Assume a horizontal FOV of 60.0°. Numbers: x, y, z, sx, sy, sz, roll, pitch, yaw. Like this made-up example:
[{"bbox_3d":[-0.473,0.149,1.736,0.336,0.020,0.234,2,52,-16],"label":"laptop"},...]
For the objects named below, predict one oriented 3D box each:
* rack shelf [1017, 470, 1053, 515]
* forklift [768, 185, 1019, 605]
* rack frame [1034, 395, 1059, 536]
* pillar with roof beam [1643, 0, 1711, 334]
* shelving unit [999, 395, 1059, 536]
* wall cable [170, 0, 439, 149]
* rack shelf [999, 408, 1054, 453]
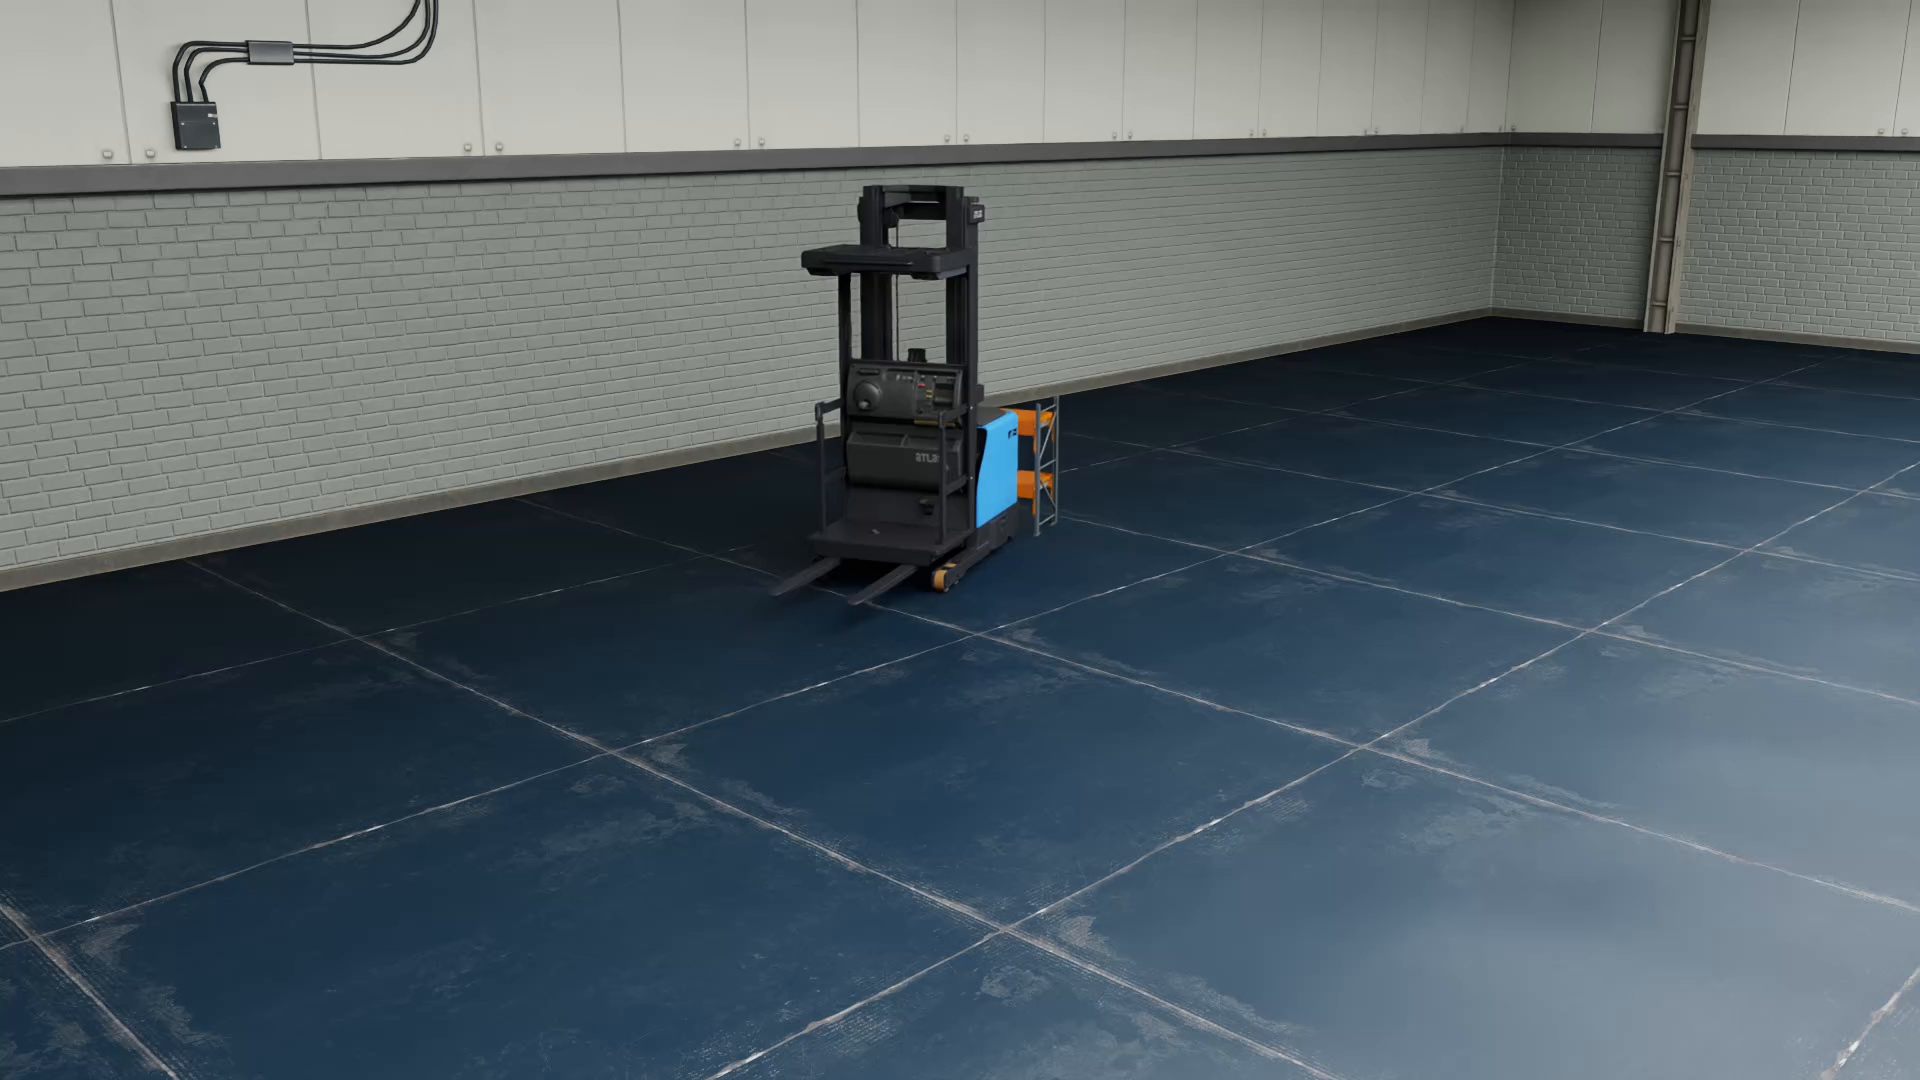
[{"bbox_3d":[0.269,-0.453,14.409,1.000,0.278,0.538,6,16,22],"label":"rack shelf"},{"bbox_3d":[-0.498,-1.150,12.533,1.130,2.935,3.031,5,16,20],"label":"forklift"},{"bbox_3d":[0.738,-0.640,14.158,0.032,1.125,0.500,6,16,22],"label":"rack frame"},{"bbox_3d":[8.286,-6.930,22.682,0.400,9.000,9.100,14,20,42],"label":"pillar with roof beam"},{"bbox_3d":[0.269,-0.689,14.347,1.048,1.125,0.538,6,16,22],"label":"shelving unit"},{"bbox_3d":[-5.193,-6.116,12.811,0.169,6.003,2.305,14,20,42],"label":"wall cable"},{"bbox_3d":[0.269,-0.973,14.274,1.000,0.278,0.538,6,16,22],"label":"rack shelf"}]
